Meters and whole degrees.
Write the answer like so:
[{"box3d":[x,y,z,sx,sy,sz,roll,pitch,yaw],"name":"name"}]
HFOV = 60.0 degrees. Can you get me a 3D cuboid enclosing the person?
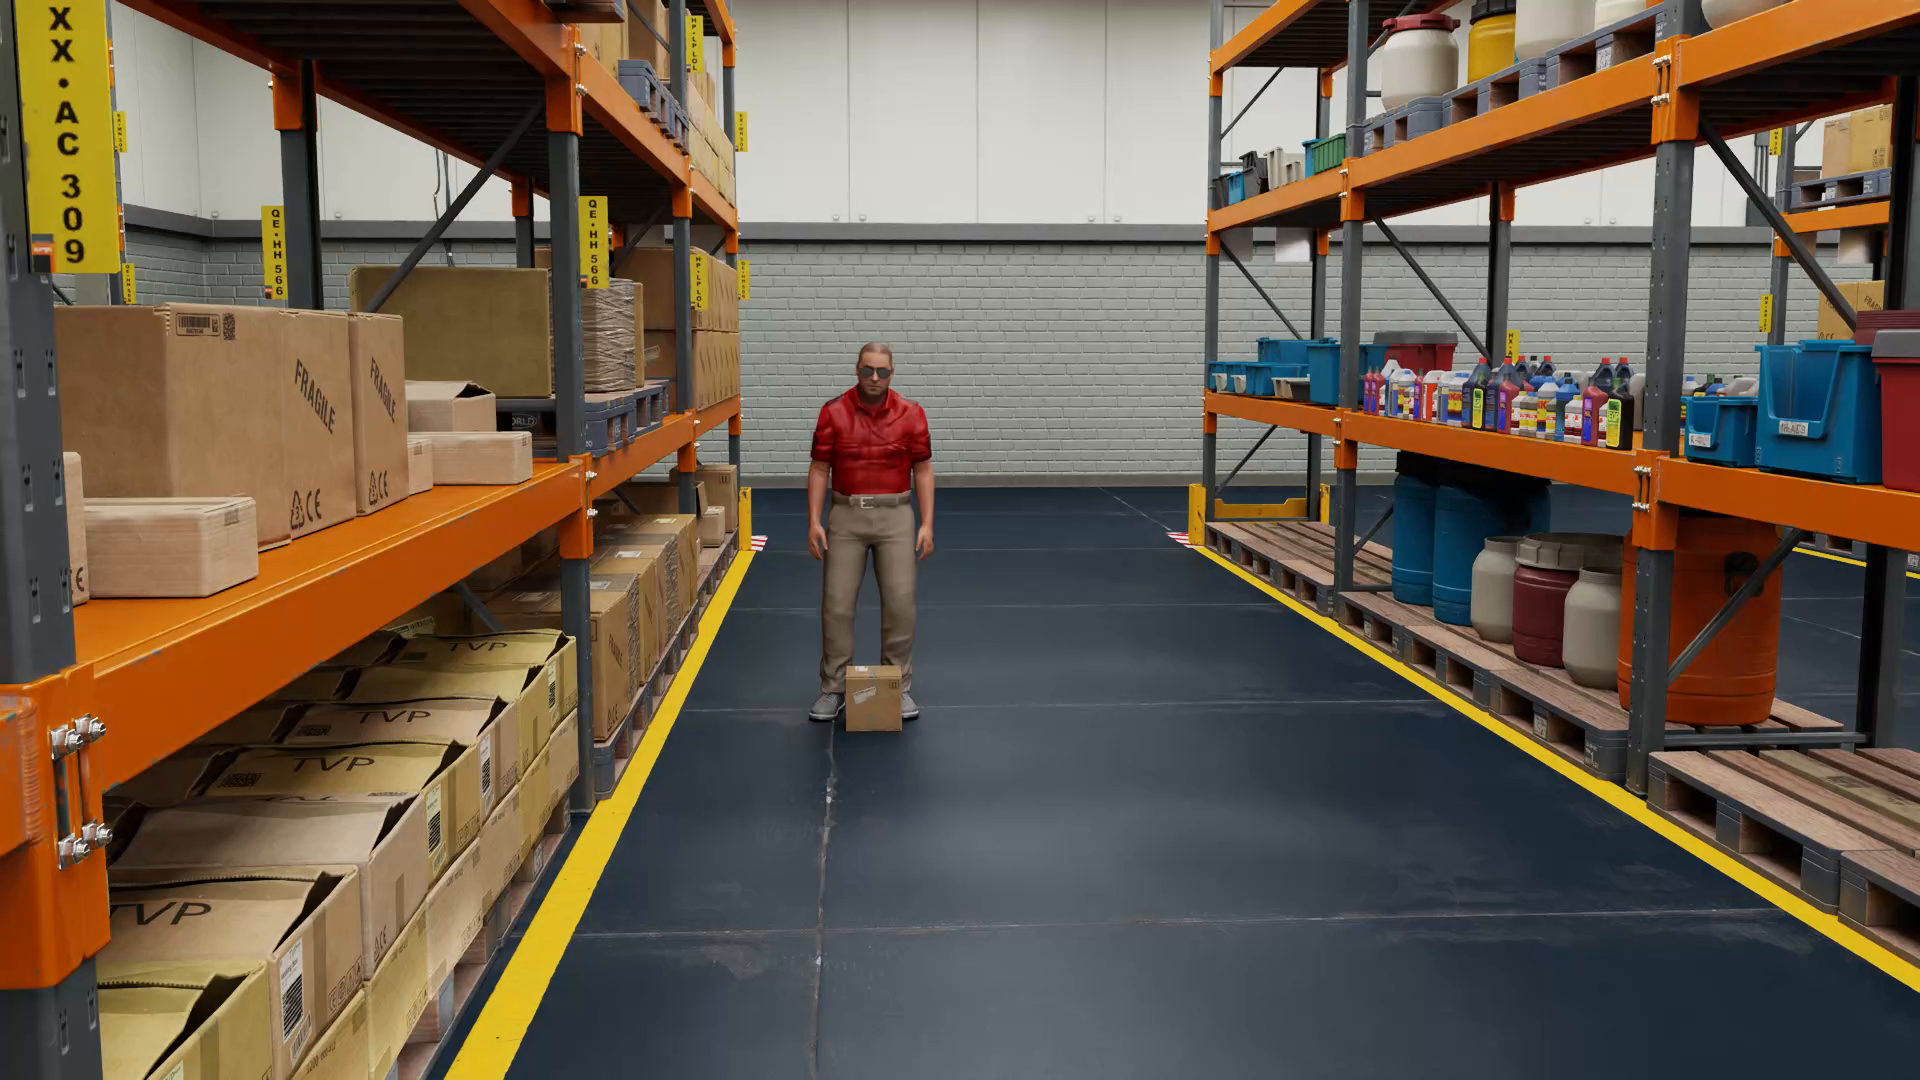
[{"box3d":[-0.411,-0.048,7.699,0.590,1.726,0.388,0,7,-4],"name":"person"}]
